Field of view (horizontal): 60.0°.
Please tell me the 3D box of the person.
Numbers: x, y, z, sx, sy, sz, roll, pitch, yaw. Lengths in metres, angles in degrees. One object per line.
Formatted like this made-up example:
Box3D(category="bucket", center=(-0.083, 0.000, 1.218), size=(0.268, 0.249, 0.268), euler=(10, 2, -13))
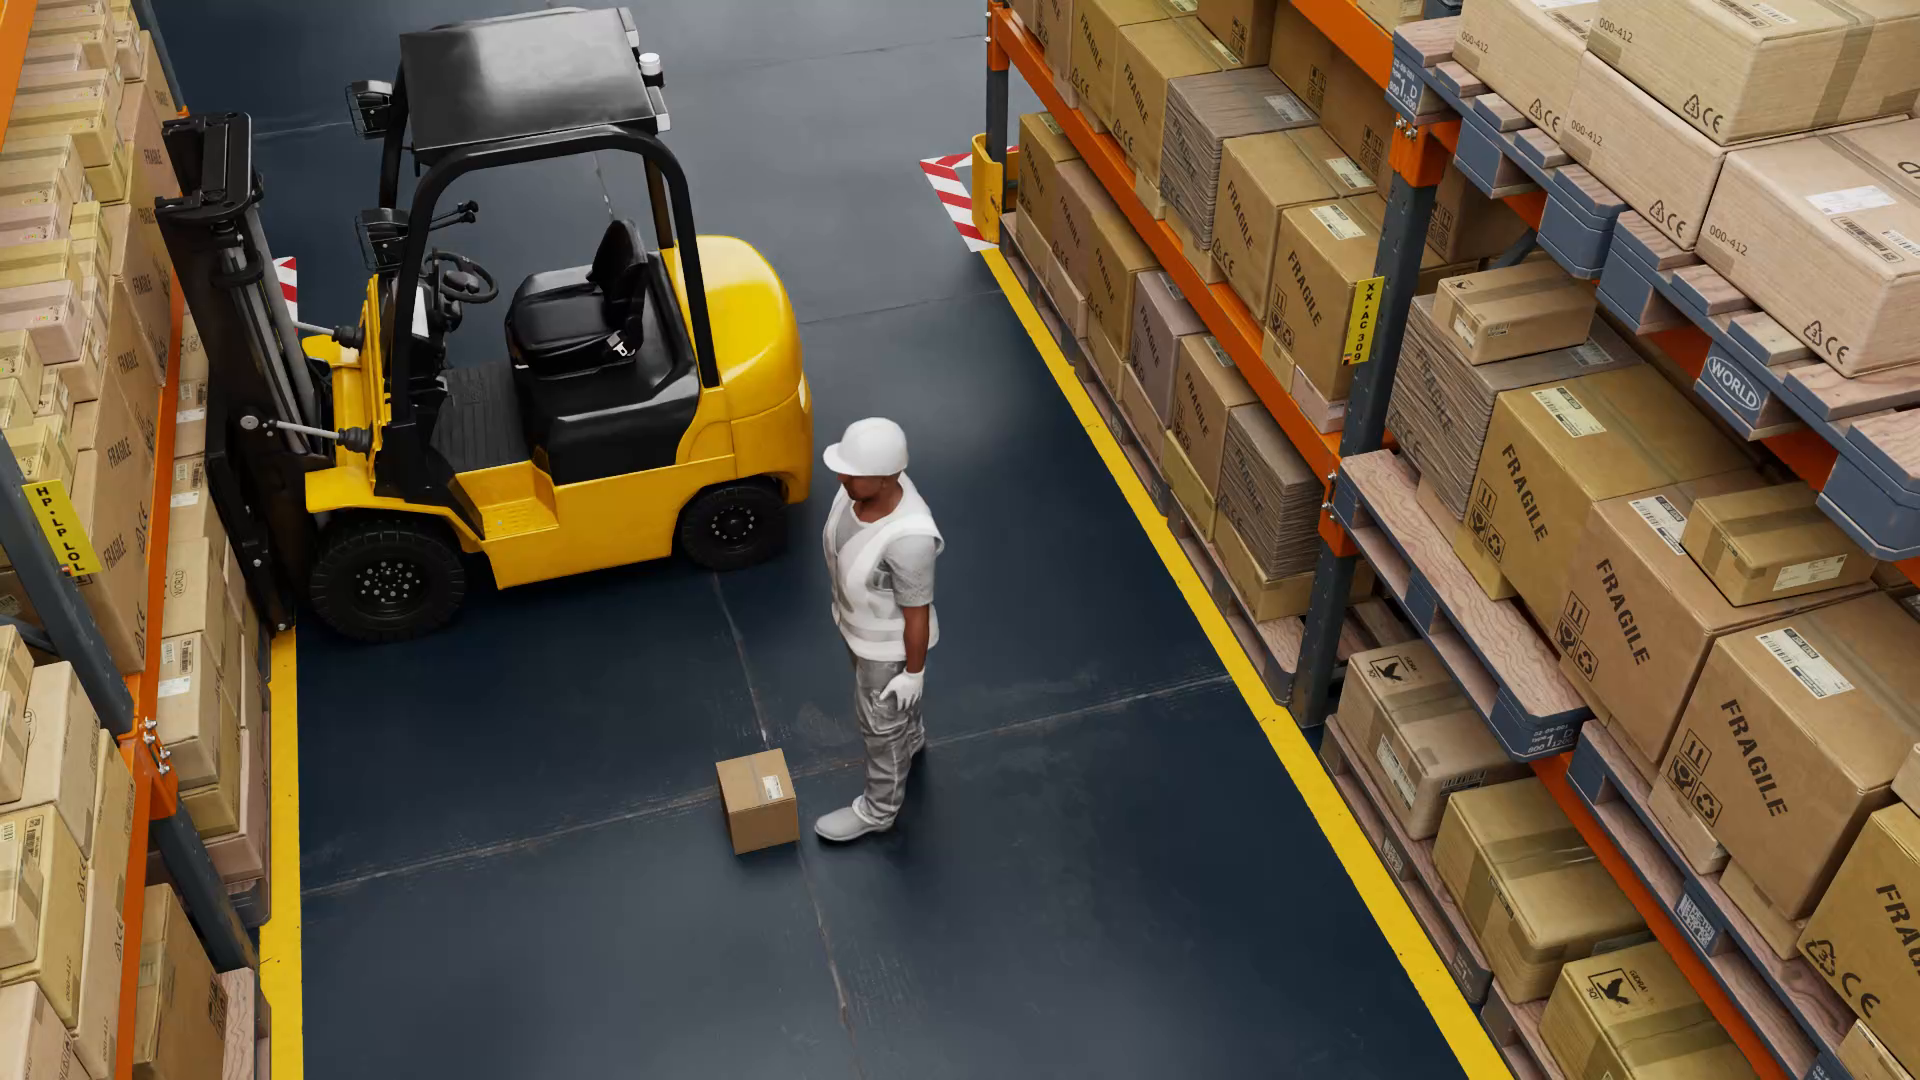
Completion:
Box3D(category="person", center=(-0.323, 0.323, 5.780), size=(0.555, 1.789, 0.581), euler=(-16, 44, -17))
